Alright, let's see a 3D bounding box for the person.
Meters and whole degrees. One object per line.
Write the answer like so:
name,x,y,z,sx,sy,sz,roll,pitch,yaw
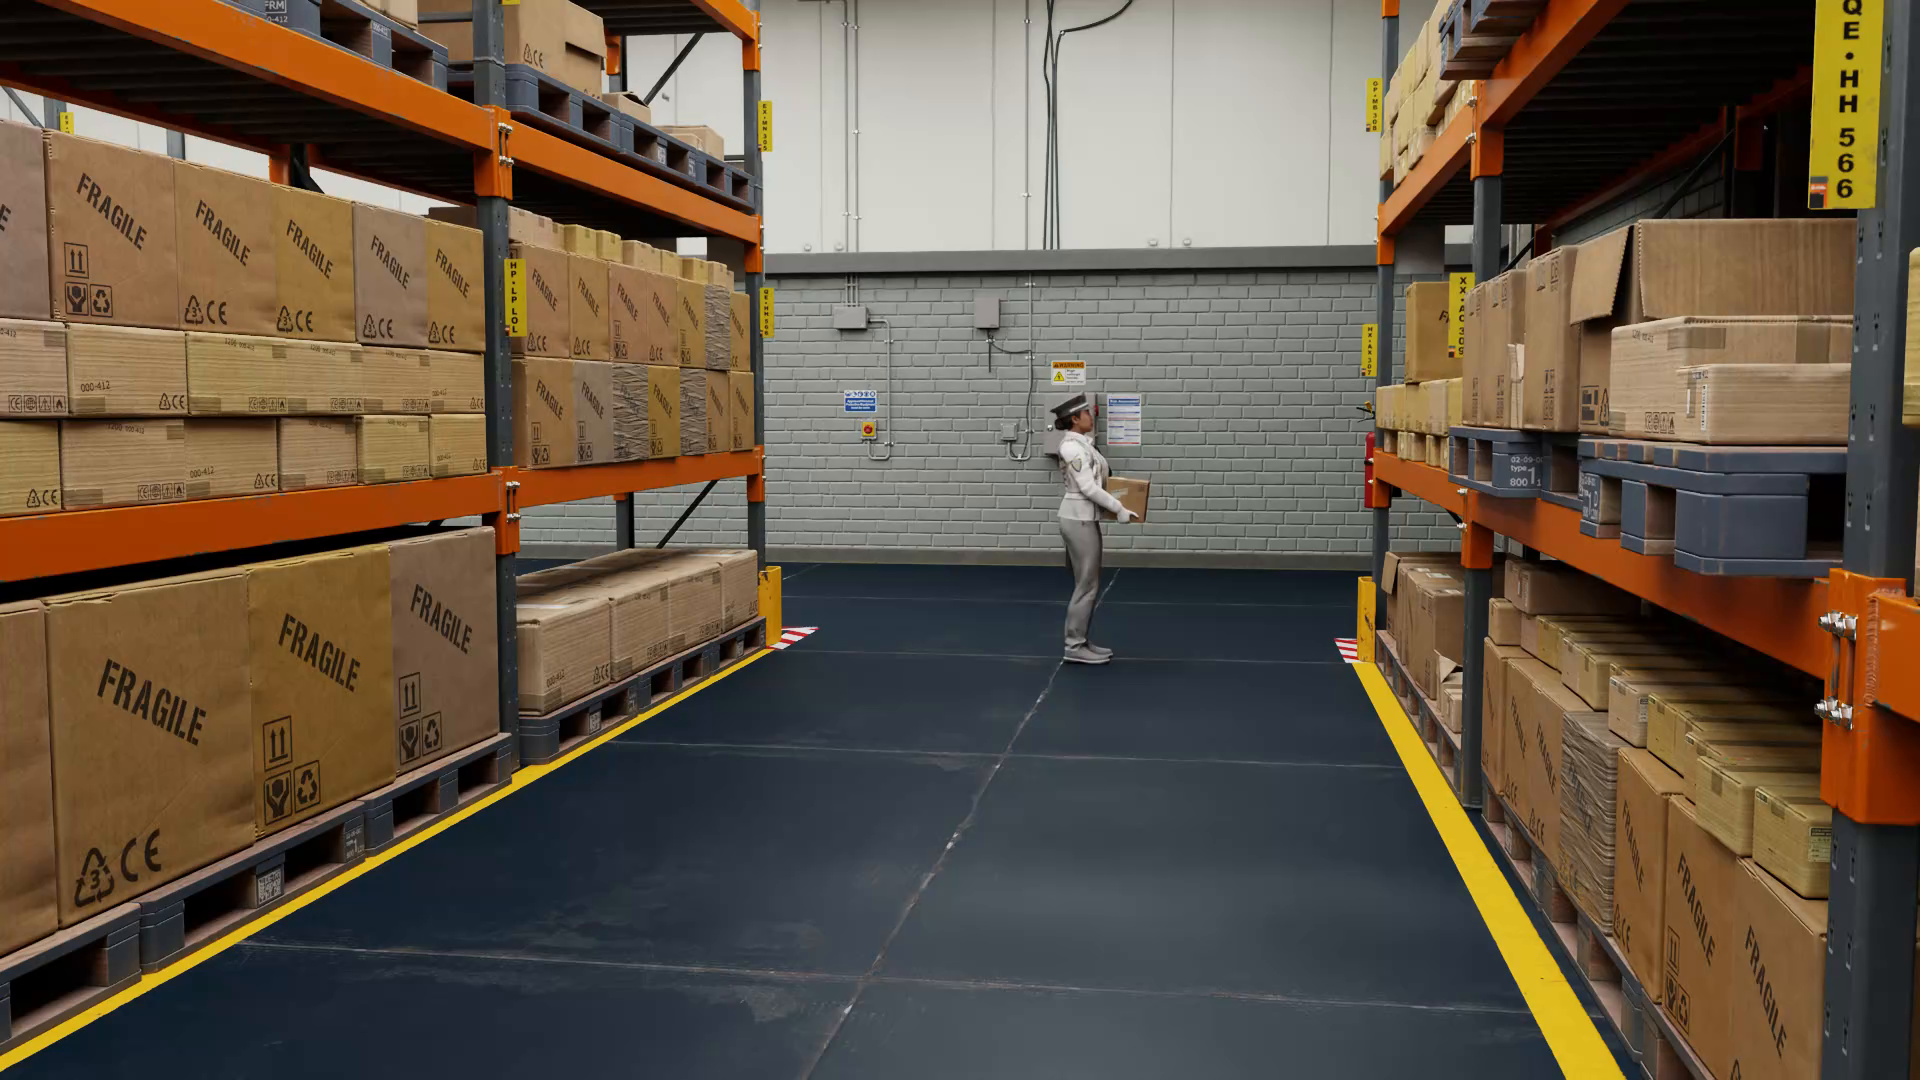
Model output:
person,0.834,-0.088,10.333,0.564,1.686,0.460,1,5,9
